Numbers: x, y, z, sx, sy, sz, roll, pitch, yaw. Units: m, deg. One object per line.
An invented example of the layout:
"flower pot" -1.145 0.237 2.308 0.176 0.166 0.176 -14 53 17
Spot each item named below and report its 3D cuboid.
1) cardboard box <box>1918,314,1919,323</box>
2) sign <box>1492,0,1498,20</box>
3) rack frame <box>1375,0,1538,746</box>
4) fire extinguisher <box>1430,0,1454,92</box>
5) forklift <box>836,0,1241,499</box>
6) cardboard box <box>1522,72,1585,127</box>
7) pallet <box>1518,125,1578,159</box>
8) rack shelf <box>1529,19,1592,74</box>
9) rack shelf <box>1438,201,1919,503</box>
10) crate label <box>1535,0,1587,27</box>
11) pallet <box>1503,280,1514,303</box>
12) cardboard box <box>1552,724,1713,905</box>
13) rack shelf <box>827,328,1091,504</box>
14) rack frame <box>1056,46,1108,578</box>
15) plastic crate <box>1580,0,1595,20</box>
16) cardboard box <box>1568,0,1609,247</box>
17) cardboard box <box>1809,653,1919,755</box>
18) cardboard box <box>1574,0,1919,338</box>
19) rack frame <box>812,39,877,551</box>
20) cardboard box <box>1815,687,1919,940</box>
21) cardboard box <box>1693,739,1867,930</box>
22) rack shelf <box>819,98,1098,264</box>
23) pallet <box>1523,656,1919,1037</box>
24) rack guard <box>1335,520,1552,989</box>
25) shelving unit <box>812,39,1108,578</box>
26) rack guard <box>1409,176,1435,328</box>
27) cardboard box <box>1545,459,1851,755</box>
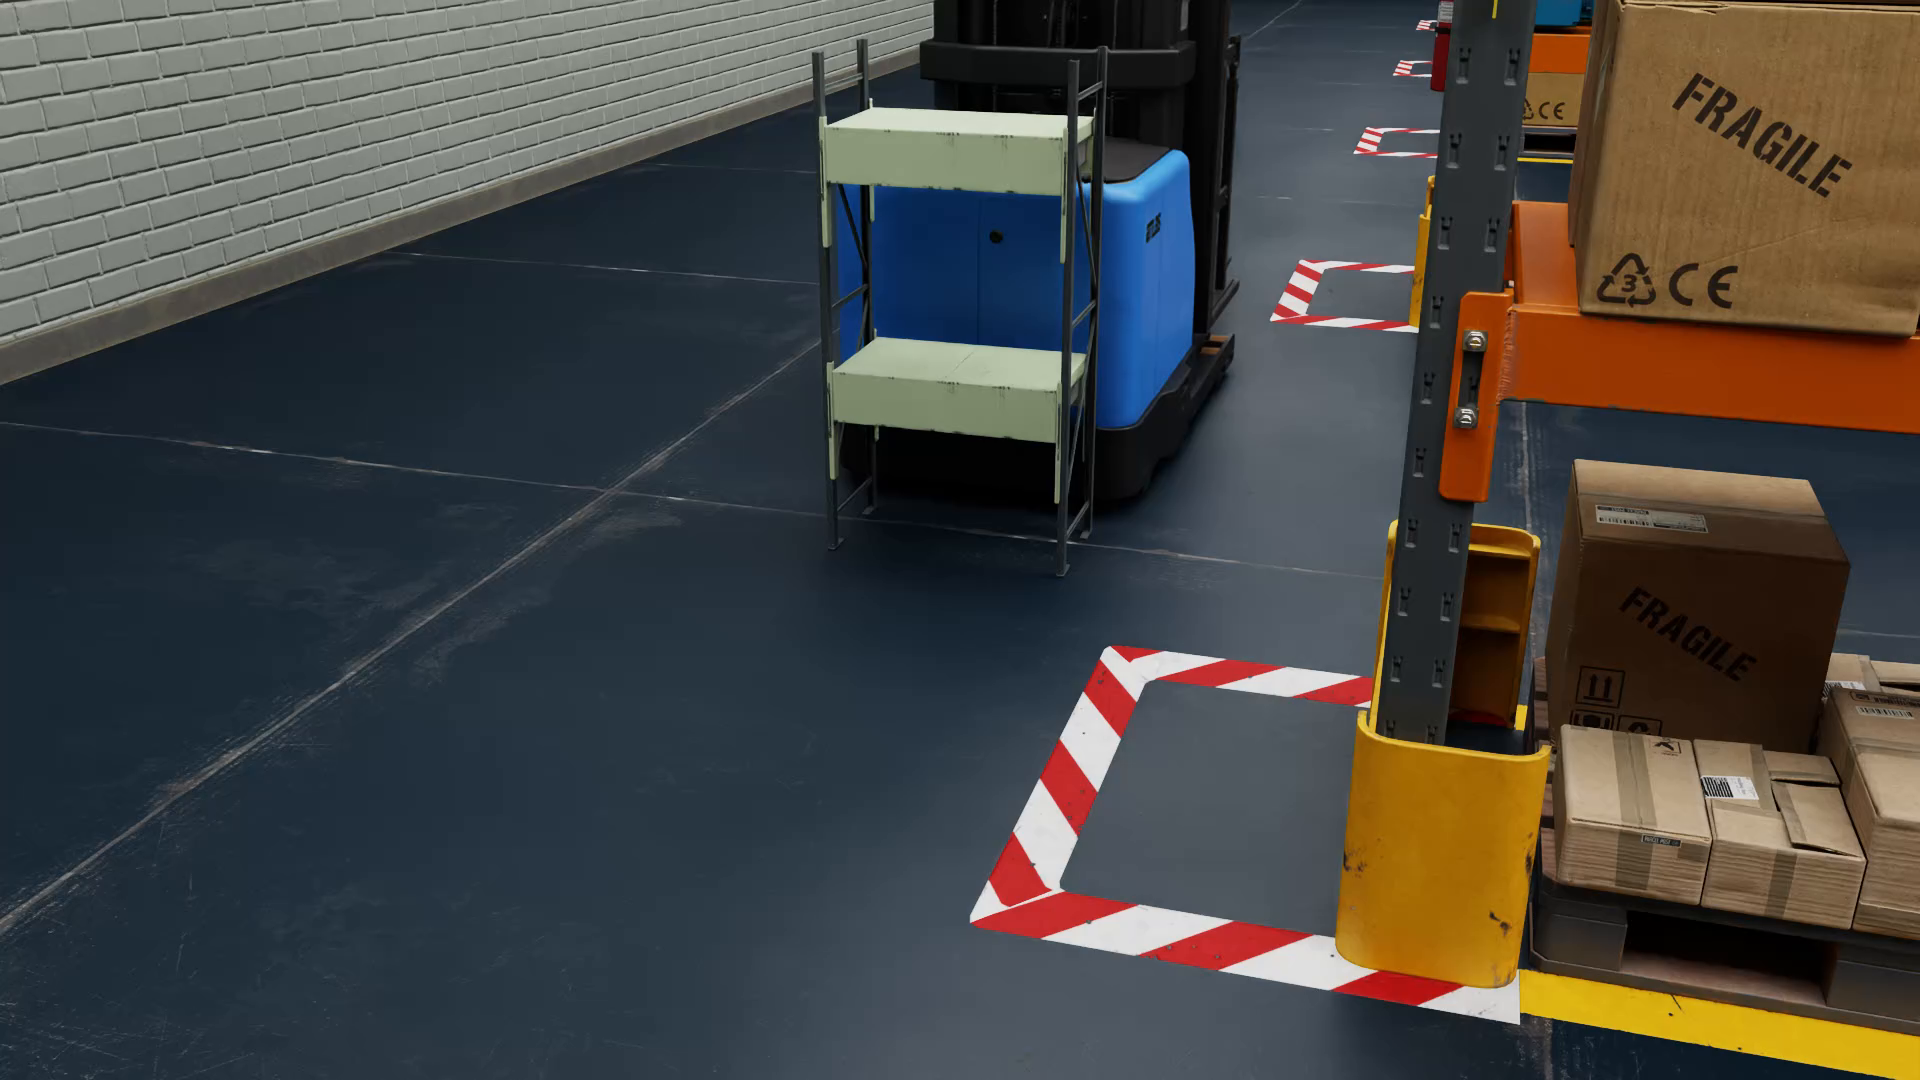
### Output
"cardboard box" 1.834 -0.610 2.674 0.500 0.500 0.500 6 23 15
"sign" 0.833 -0.967 2.533 0.005 0.325 0.100 7 23 16
"rack frame" 0.990 -0.763 3.178 0.127 3.000 1.000 7 23 16
"fire extinguisher" 2.411 -2.536 8.093 0.183 0.674 0.296 7 23 16
"forklift" 0.519 -2.018 6.327 1.130 2.935 3.031 7 23 16
"cardboard box" 4.491 -3.532 12.175 0.875 0.875 0.875 7 23 16
"pallet" 4.643 -3.013 12.336 1.213 0.211 1.003 7 23 16
"rack shelf" 4.339 -2.010 7.167 4.000 0.370 1.077 7 23 16
"rack shelf" 2.904 -0.211 2.780 4.000 0.370 1.077 7 23 16
"crate label" 2.565 -2.366 7.227 0.303 0.233 0.416 7 23 16
"pallet" 3.202 -1.168 7.839 1.213 0.211 1.003 7 23 16
"cardboard box" 1.291 0.523 3.219 0.250 0.149 0.380 7 23 16
"rack shelf" 0.006 -0.392 5.107 0.720 0.370 0.431 7 23 16
"rack frame" 0.357 -0.653 4.886 0.023 1.500 0.400 7 23 16
"plastic crate" 2.799 -2.638 7.622 0.499 0.435 0.616 7 23 16
"cardboard box" 1.497 -0.859 3.280 0.500 0.500 0.500 7 23 17
"cardboard box" 1.943 0.391 3.517 0.250 0.166 0.380 7 23 16
"cardboard box" 1.338 -0.665 2.807 0.500 0.500 0.500 7 23 17
"rack frame" -0.344 -0.733 5.081 0.023 1.500 0.400 7 23 16
"cardboard box" 1.907 0.523 3.086 0.500 0.250 0.500 7 23 16
"cardboard box" 1.531 0.542 3.149 0.250 0.166 0.380 7 23 16
"rack shelf" 0.006 -1.054 4.836 0.720 0.370 0.431 7 23 16
"pallet" 1.826 0.622 3.475 1.213 0.211 1.003 7 23 16
"rack guard" 1.062 0.402 3.632 0.348 0.500 1.175 7 23 16
"shelving unit" 0.006 -0.693 4.984 0.755 1.500 0.431 7 23 16
"rack guard" 2.397 -1.404 8.034 0.348 0.500 1.175 7 23 16
"cardboard box" 1.581 0.160 3.642 0.500 0.500 0.500 7 23 16
